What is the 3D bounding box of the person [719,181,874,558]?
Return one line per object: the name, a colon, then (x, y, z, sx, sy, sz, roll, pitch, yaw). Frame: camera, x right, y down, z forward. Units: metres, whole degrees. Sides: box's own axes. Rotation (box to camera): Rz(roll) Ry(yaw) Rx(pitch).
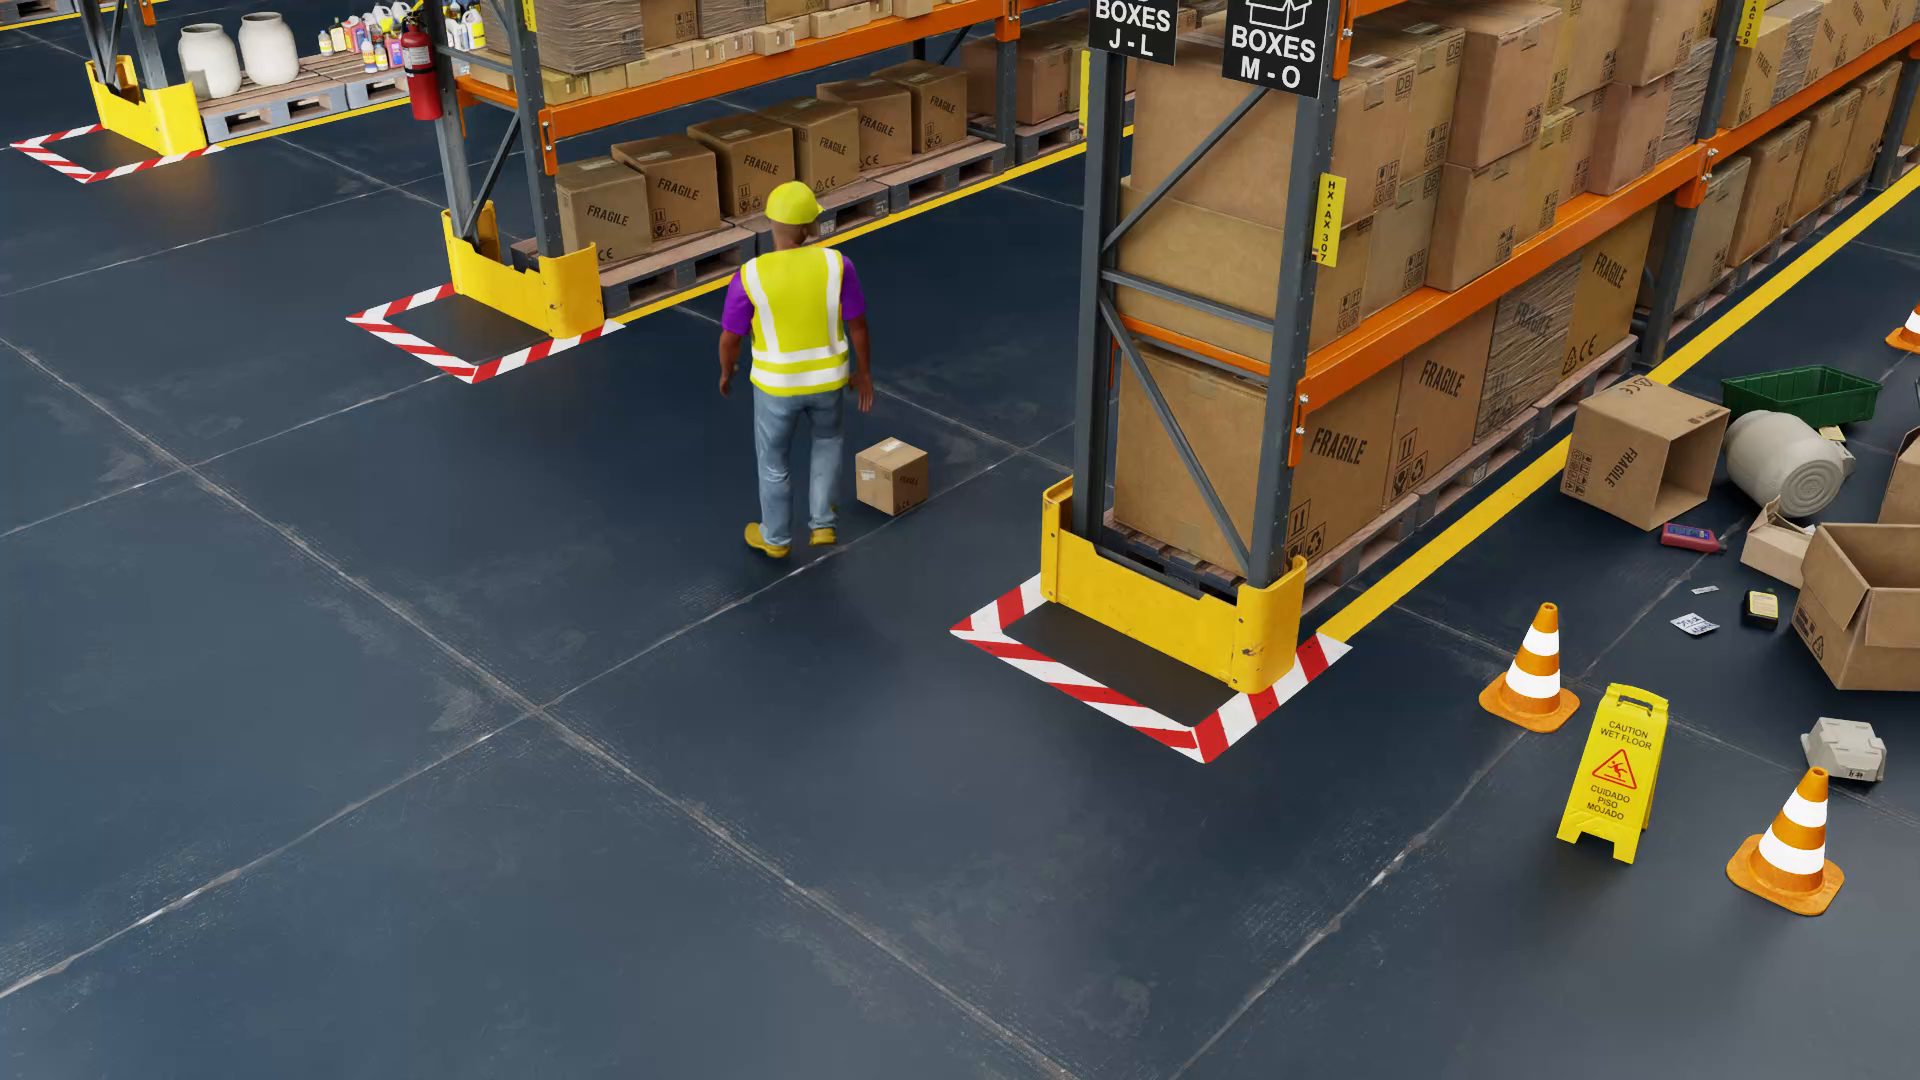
person: (-0.719, -0.710, 7.229, 0.633, 1.770, 0.505, -11, 33, -18)
